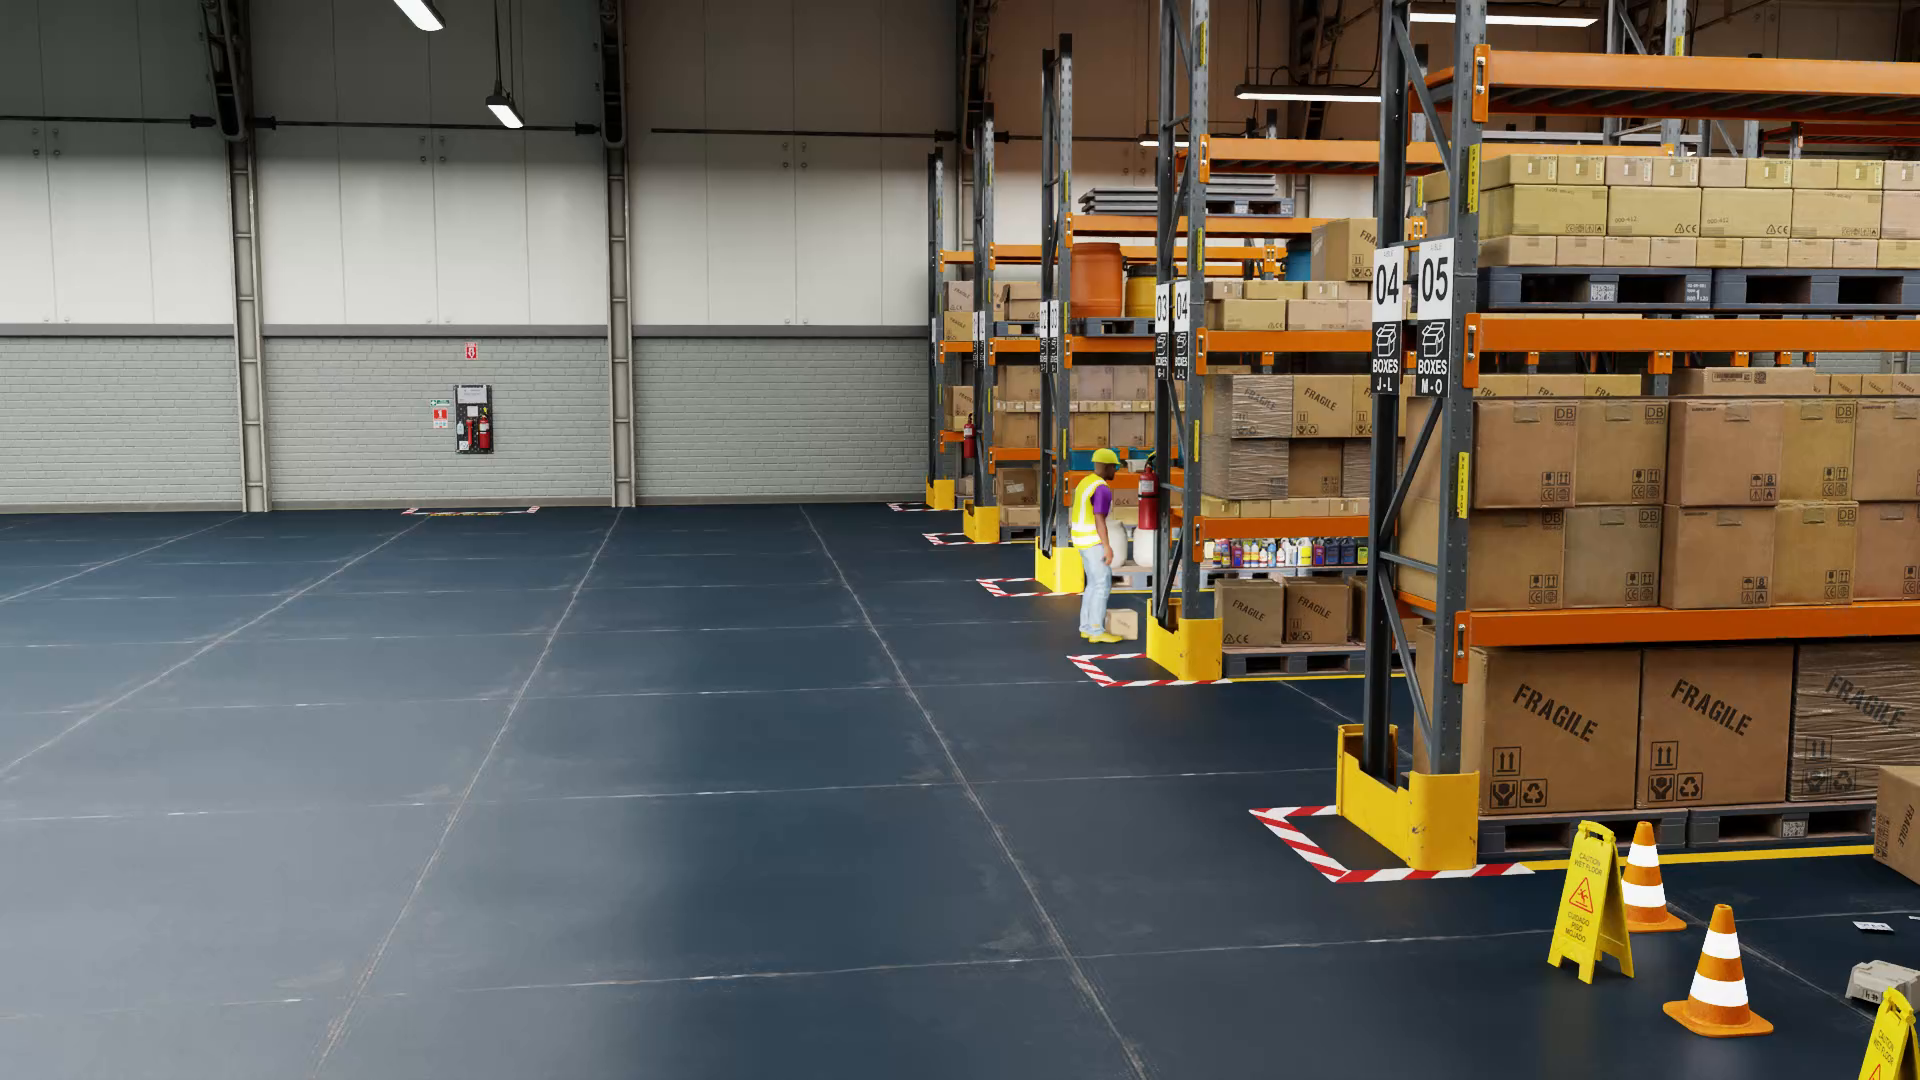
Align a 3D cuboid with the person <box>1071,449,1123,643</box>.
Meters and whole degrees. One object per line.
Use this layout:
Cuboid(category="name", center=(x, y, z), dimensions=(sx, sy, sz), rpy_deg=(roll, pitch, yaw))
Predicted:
Cuboid(category="person", center=(1.269, 0.039, 15.291), dimensions=(0.463, 1.759, 0.626), rpy_deg=(-1, 7, -11))
